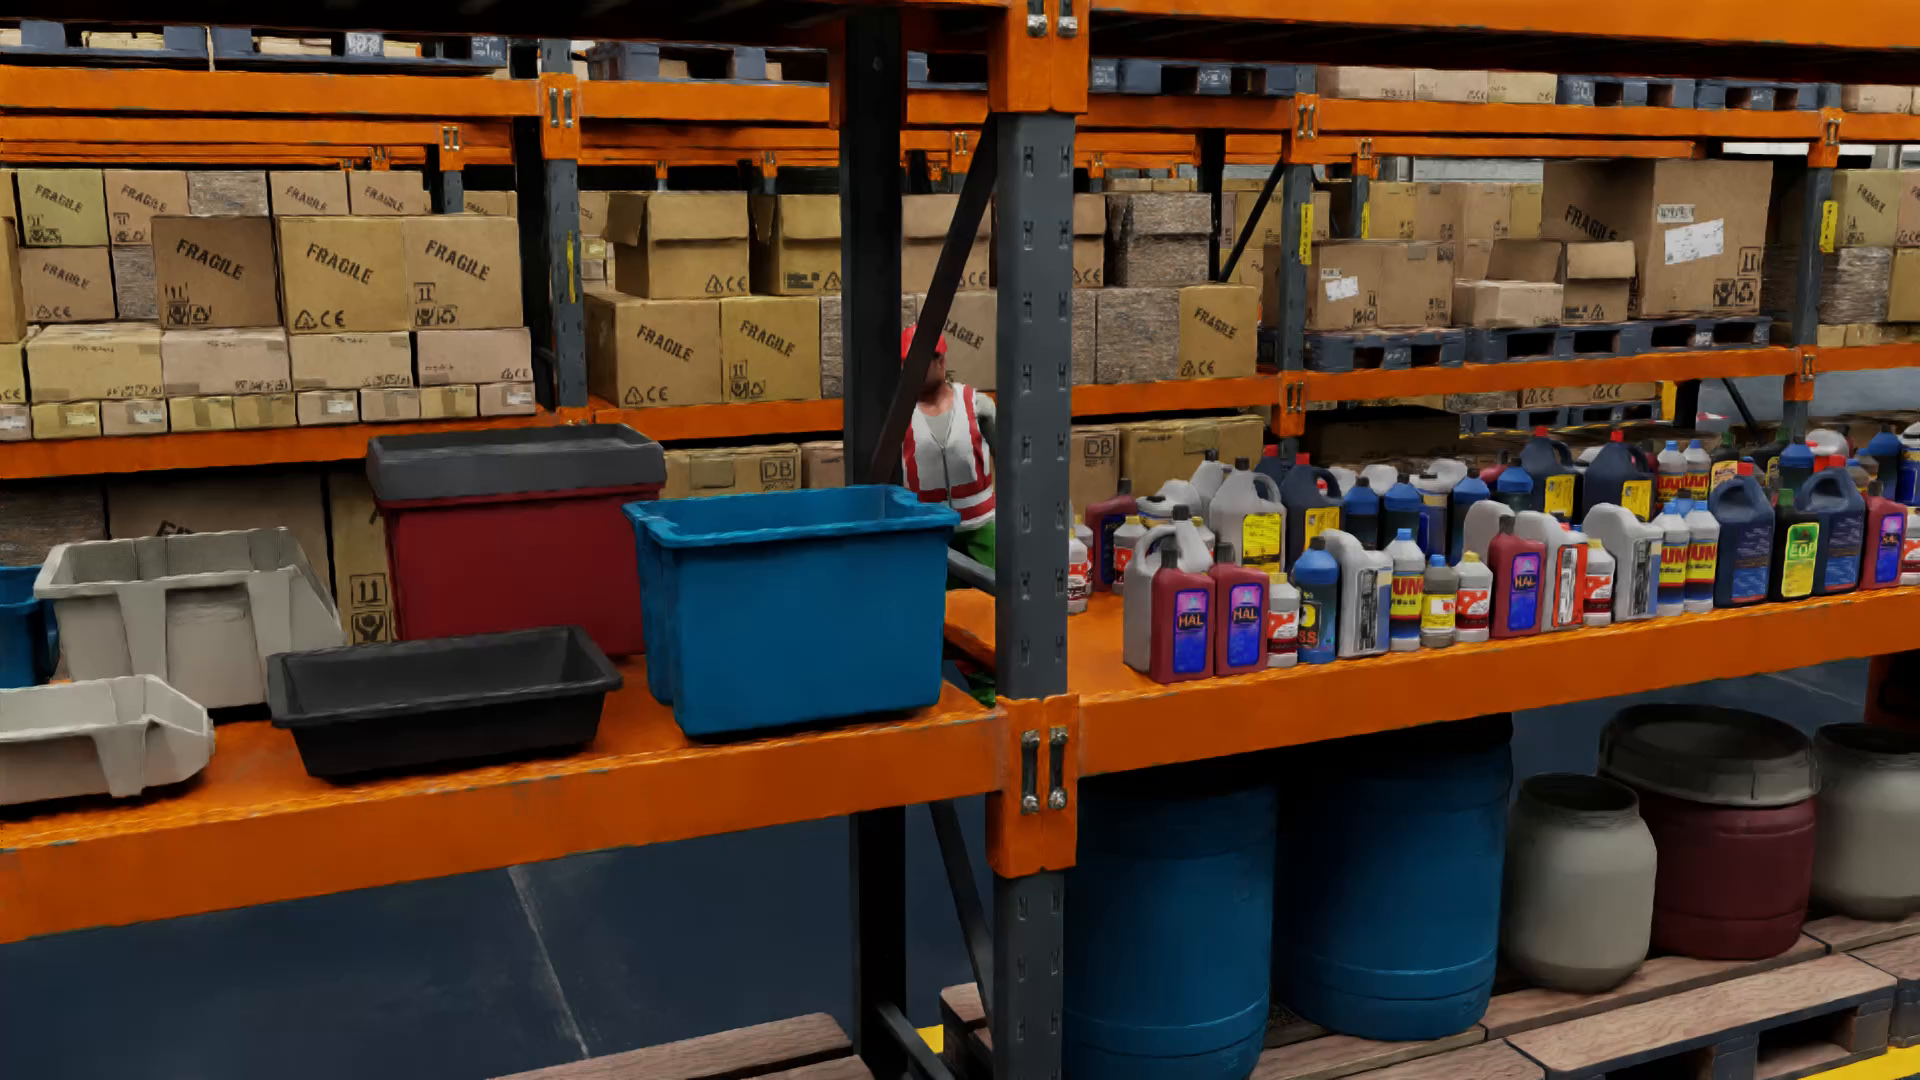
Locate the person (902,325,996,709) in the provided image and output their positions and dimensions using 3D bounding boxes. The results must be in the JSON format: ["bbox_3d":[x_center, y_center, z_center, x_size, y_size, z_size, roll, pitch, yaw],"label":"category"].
[{"bbox_3d":[0.017,-0.047,7.148,0.729,1.757,0.519,-1,12,-5],"label":"person"}]
